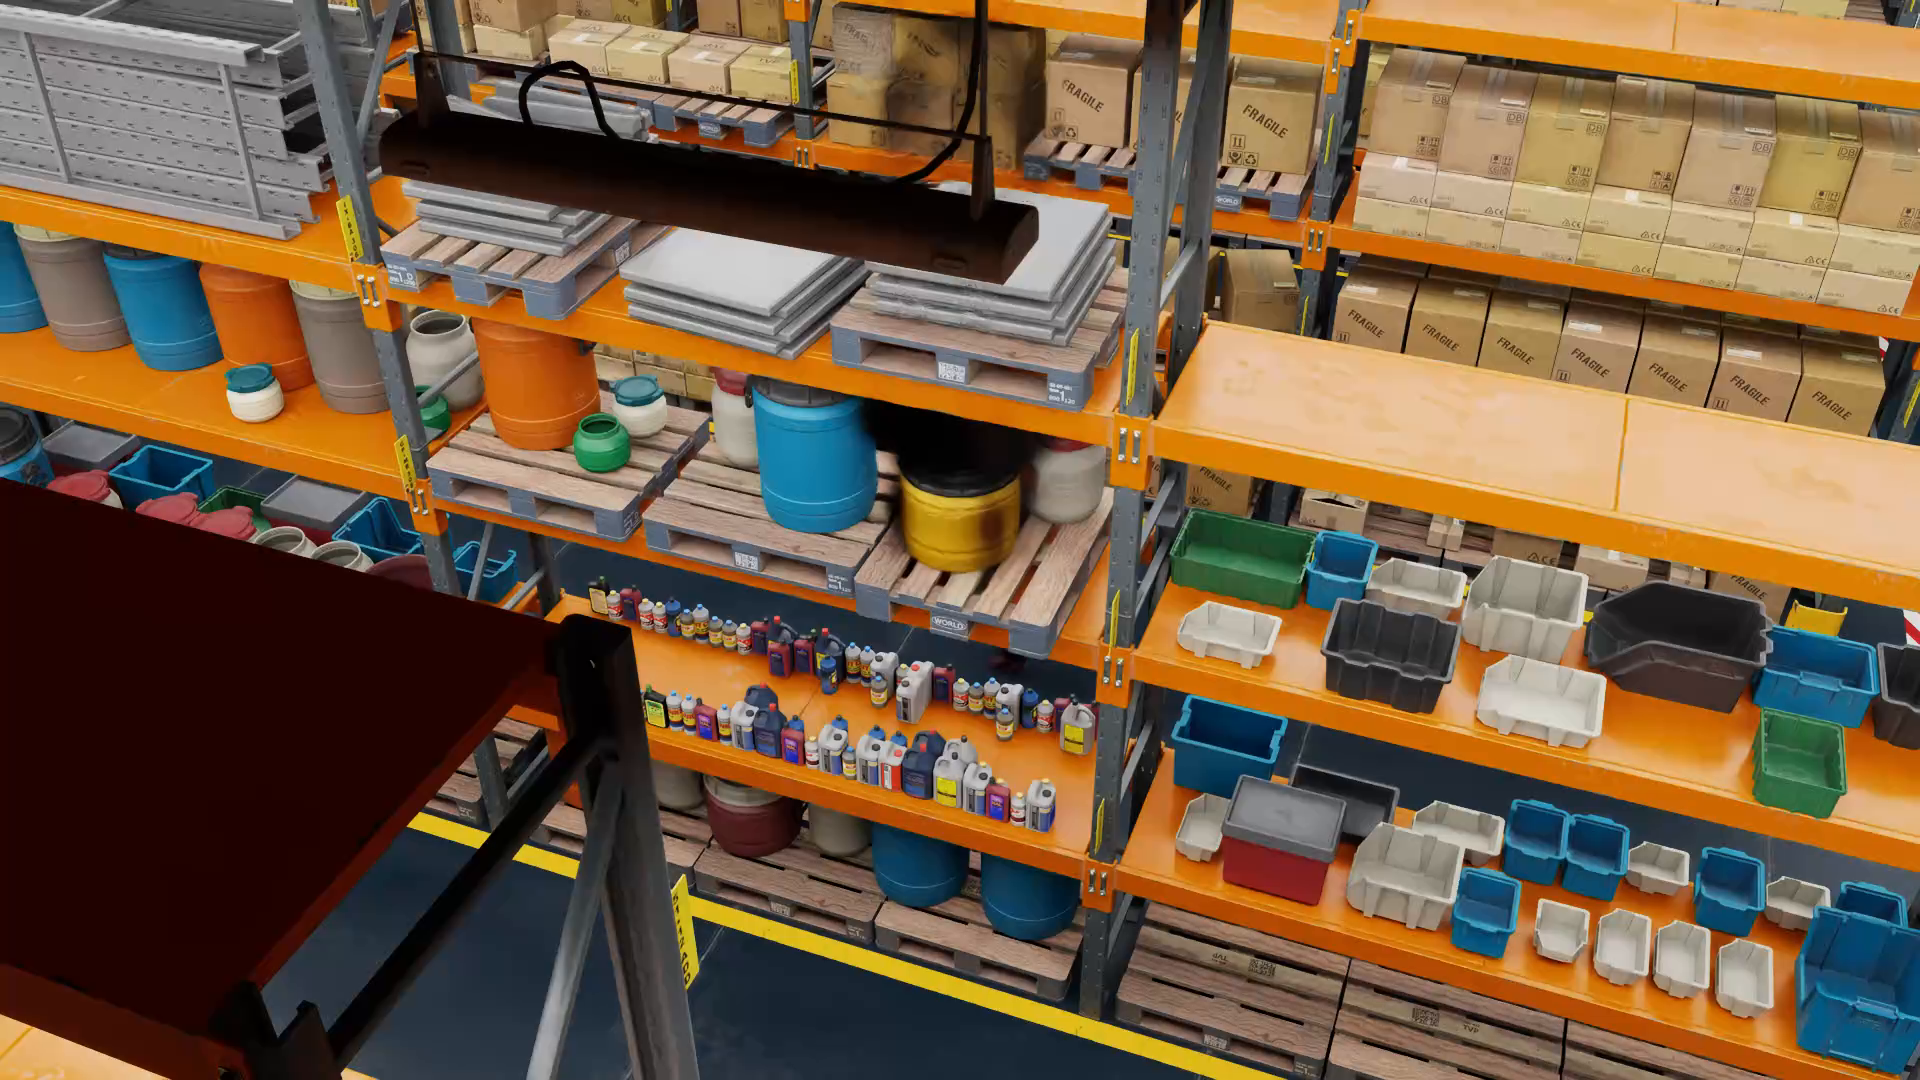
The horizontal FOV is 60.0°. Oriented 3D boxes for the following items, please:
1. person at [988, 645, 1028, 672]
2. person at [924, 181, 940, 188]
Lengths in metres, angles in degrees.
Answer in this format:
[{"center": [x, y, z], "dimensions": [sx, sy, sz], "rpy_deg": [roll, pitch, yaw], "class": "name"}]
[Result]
[{"center": [0.238, 0.301, 11.715], "dimensions": [0.531, 1.525, 0.599], "rpy_deg": [12, 38, 16], "class": "person"}, {"center": [0.086, -2.860, 15.914], "dimensions": [0.897, 1.578, 0.739], "rpy_deg": [-1, 37, -2], "class": "person"}]
